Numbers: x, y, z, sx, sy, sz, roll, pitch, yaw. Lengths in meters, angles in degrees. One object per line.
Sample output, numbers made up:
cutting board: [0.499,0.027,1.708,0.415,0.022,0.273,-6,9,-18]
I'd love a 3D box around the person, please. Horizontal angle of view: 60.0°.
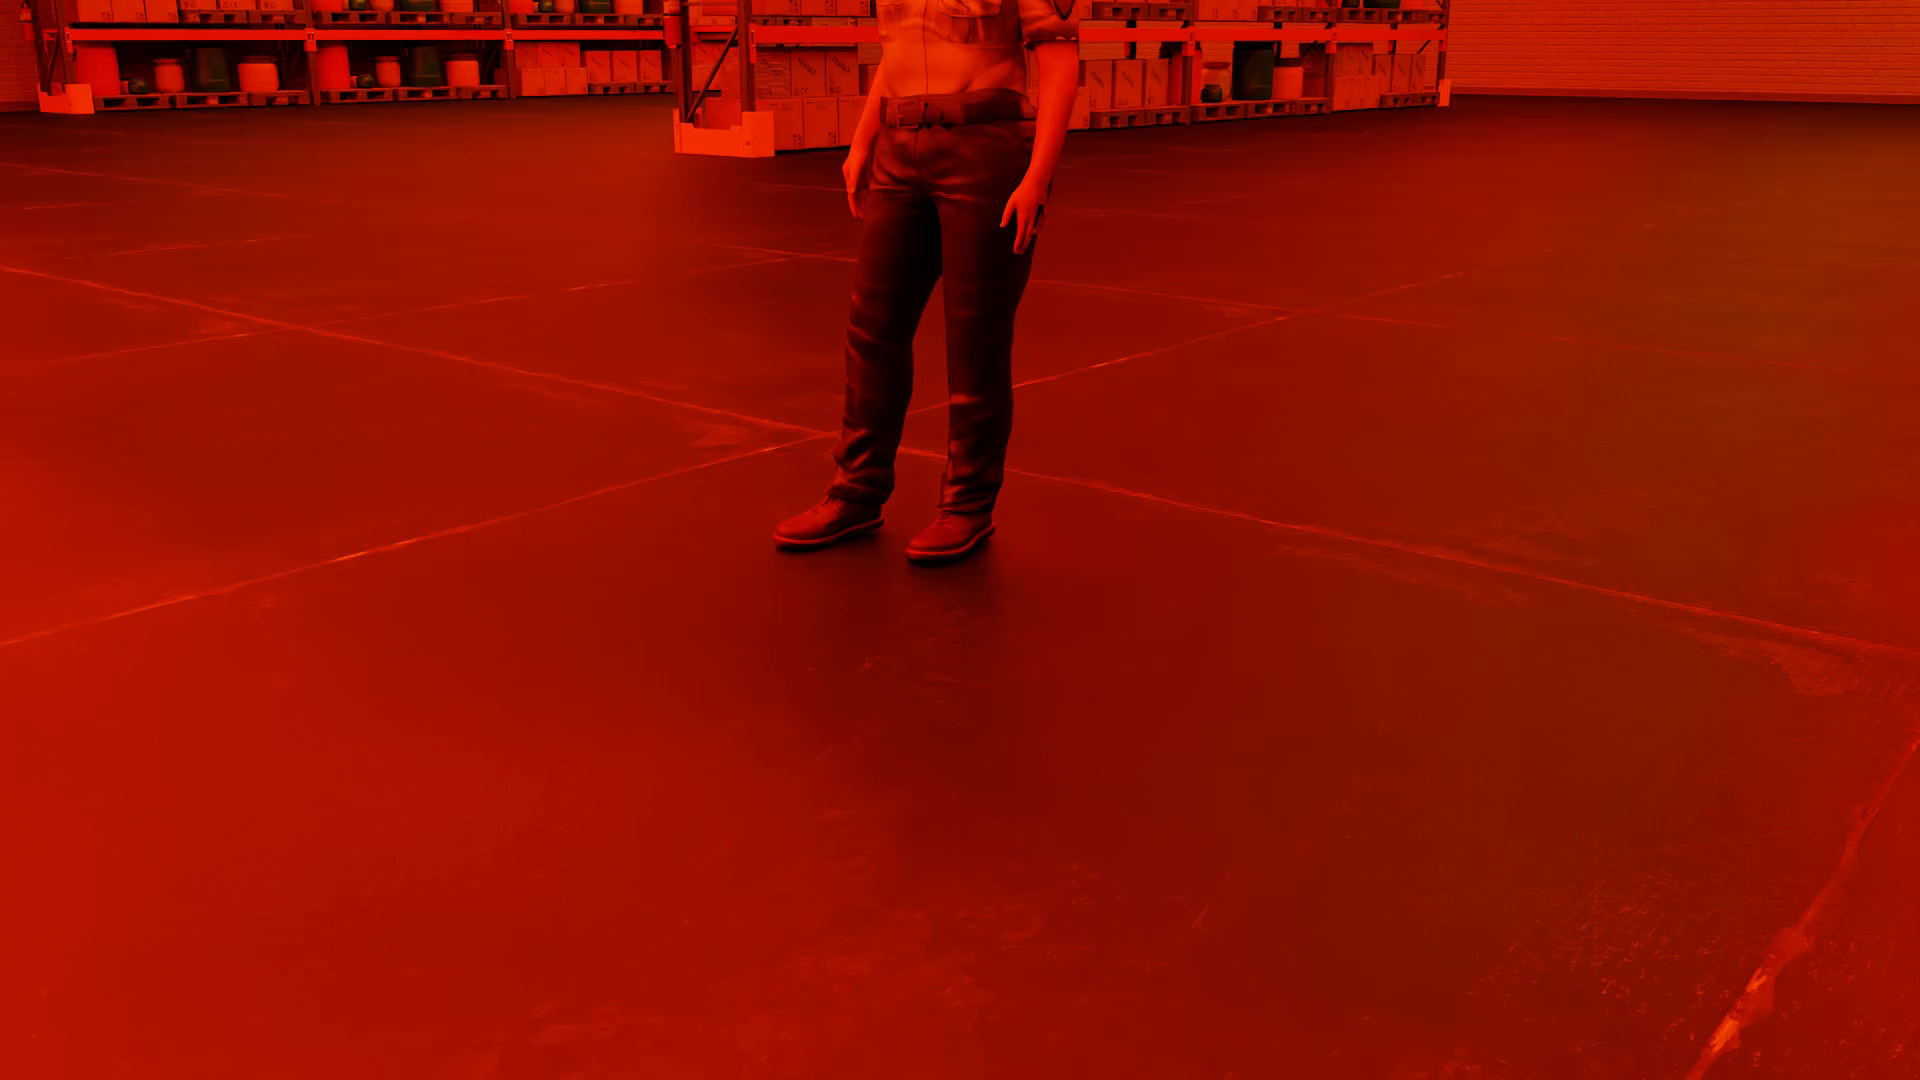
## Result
person: [-0.075,-0.779,3.648,0.598,1.651,0.502,13,21,37]
